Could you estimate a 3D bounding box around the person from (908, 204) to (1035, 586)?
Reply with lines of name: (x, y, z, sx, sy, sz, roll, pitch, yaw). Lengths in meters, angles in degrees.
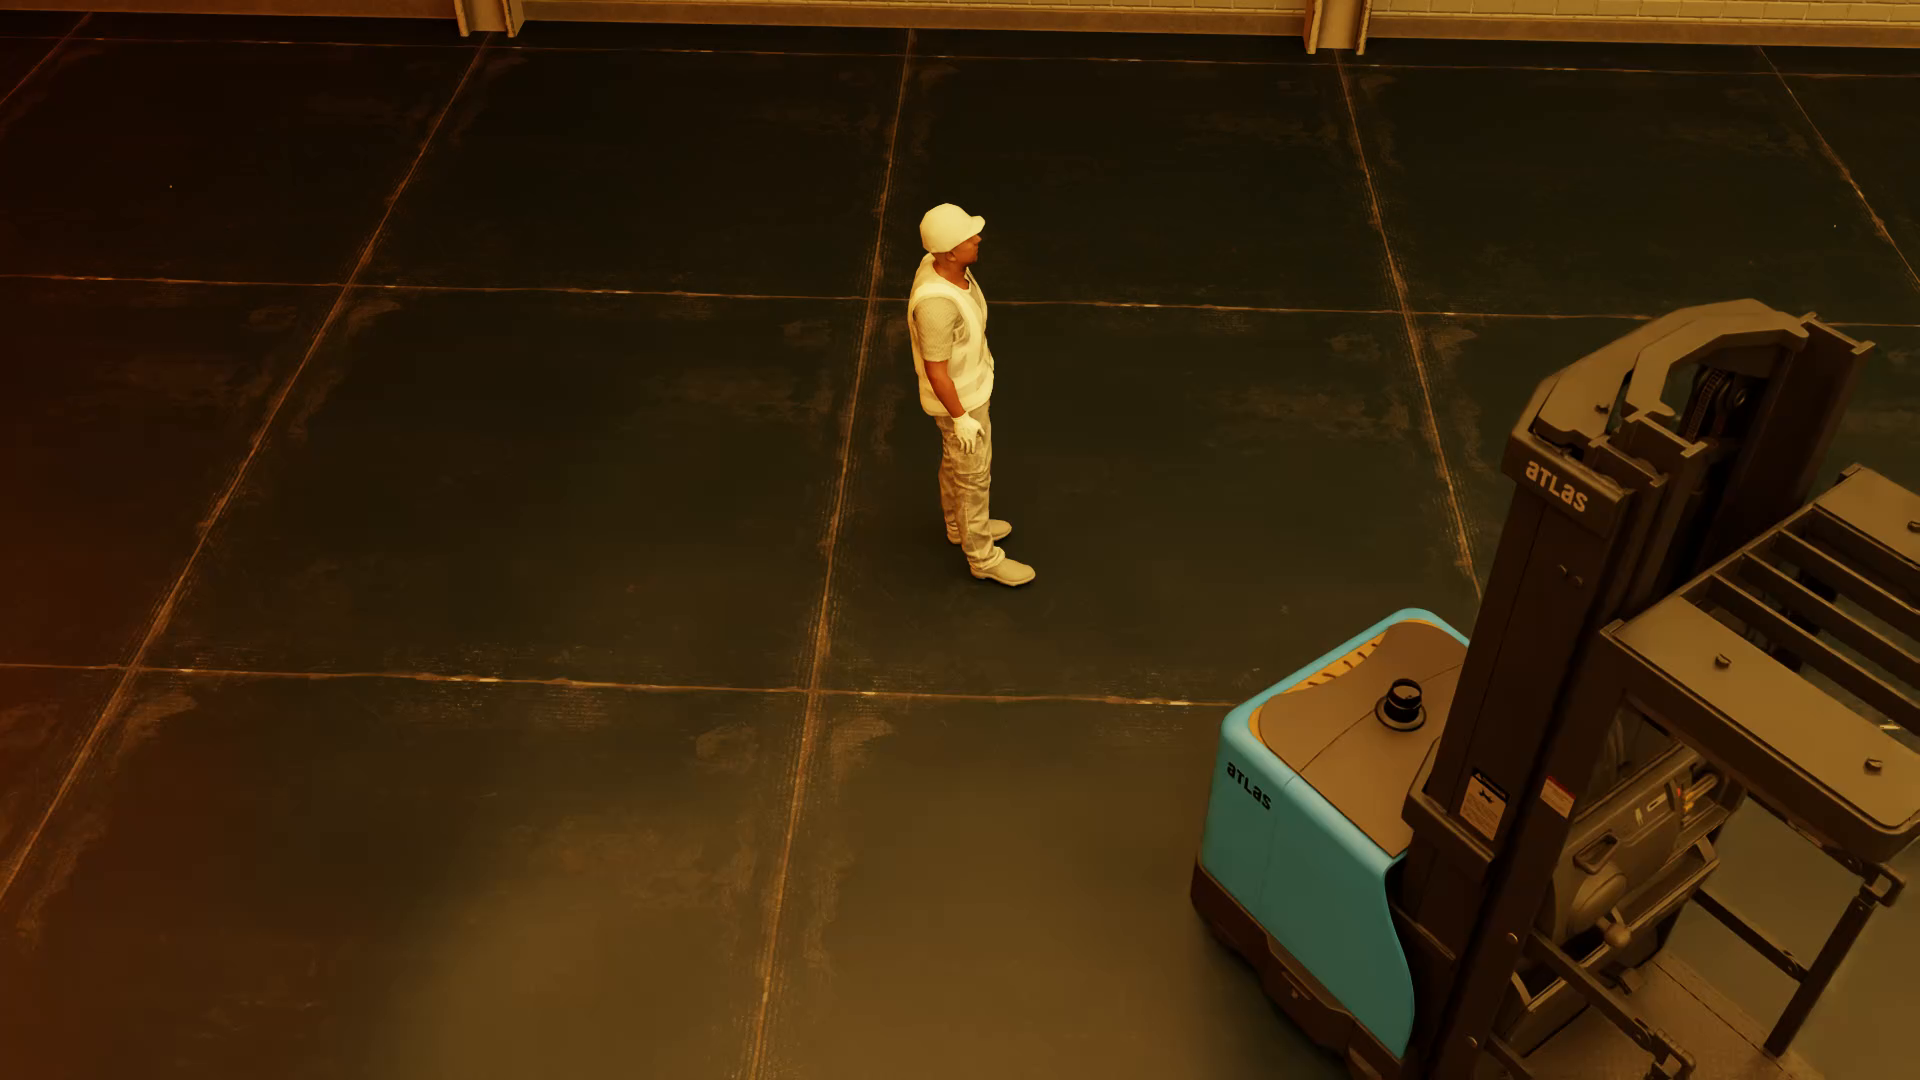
person: (0.072, -0.656, 7.301, 0.575, 1.785, 0.657, 2, 42, 2)

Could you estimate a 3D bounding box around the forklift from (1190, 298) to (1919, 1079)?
forklift: (2.148, 0.929, 4.725, 1.130, 2.935, 3.031, -26, 48, -26)
